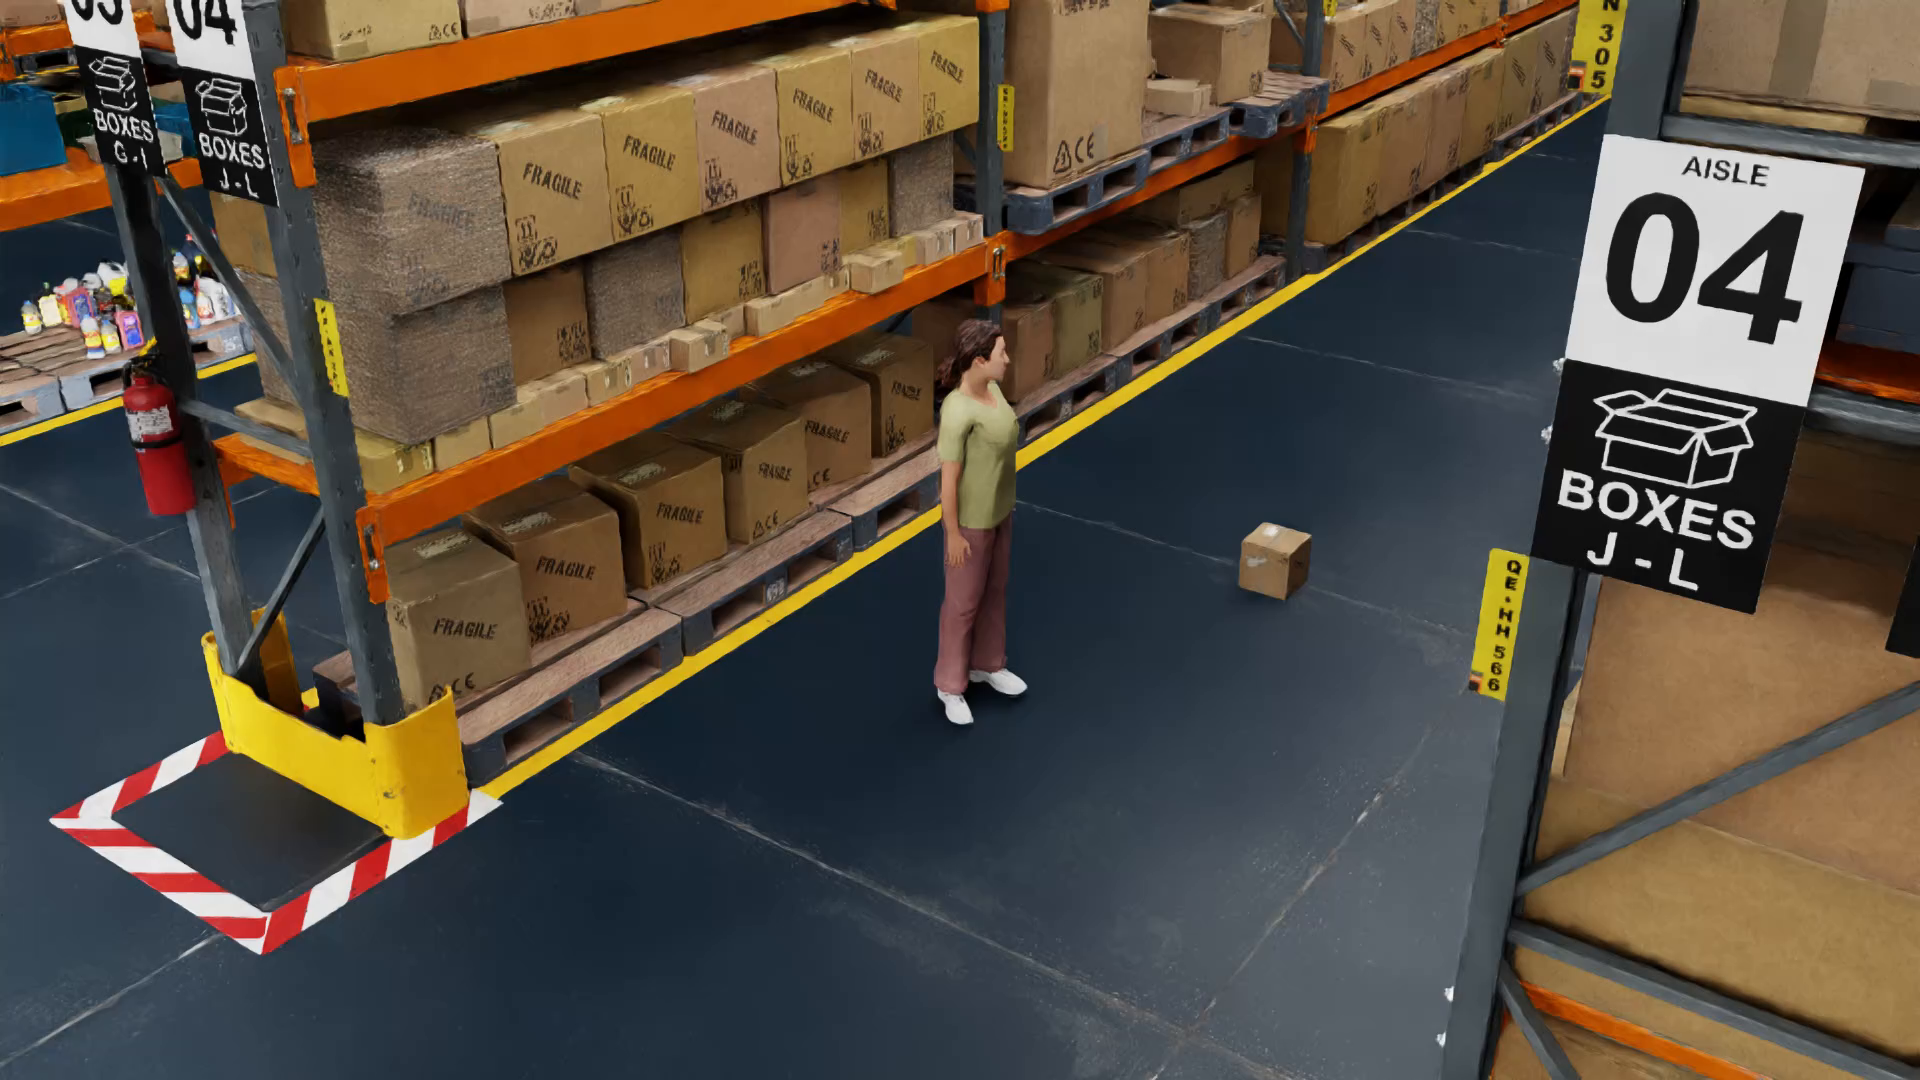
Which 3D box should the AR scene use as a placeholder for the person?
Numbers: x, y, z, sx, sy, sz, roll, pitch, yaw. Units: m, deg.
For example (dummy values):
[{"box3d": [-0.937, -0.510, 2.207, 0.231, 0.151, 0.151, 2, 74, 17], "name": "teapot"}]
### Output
[{"box3d": [0.082, -0.085, 6.732, 0.374, 1.681, 0.525, 12, 29, 22], "name": "person"}]
